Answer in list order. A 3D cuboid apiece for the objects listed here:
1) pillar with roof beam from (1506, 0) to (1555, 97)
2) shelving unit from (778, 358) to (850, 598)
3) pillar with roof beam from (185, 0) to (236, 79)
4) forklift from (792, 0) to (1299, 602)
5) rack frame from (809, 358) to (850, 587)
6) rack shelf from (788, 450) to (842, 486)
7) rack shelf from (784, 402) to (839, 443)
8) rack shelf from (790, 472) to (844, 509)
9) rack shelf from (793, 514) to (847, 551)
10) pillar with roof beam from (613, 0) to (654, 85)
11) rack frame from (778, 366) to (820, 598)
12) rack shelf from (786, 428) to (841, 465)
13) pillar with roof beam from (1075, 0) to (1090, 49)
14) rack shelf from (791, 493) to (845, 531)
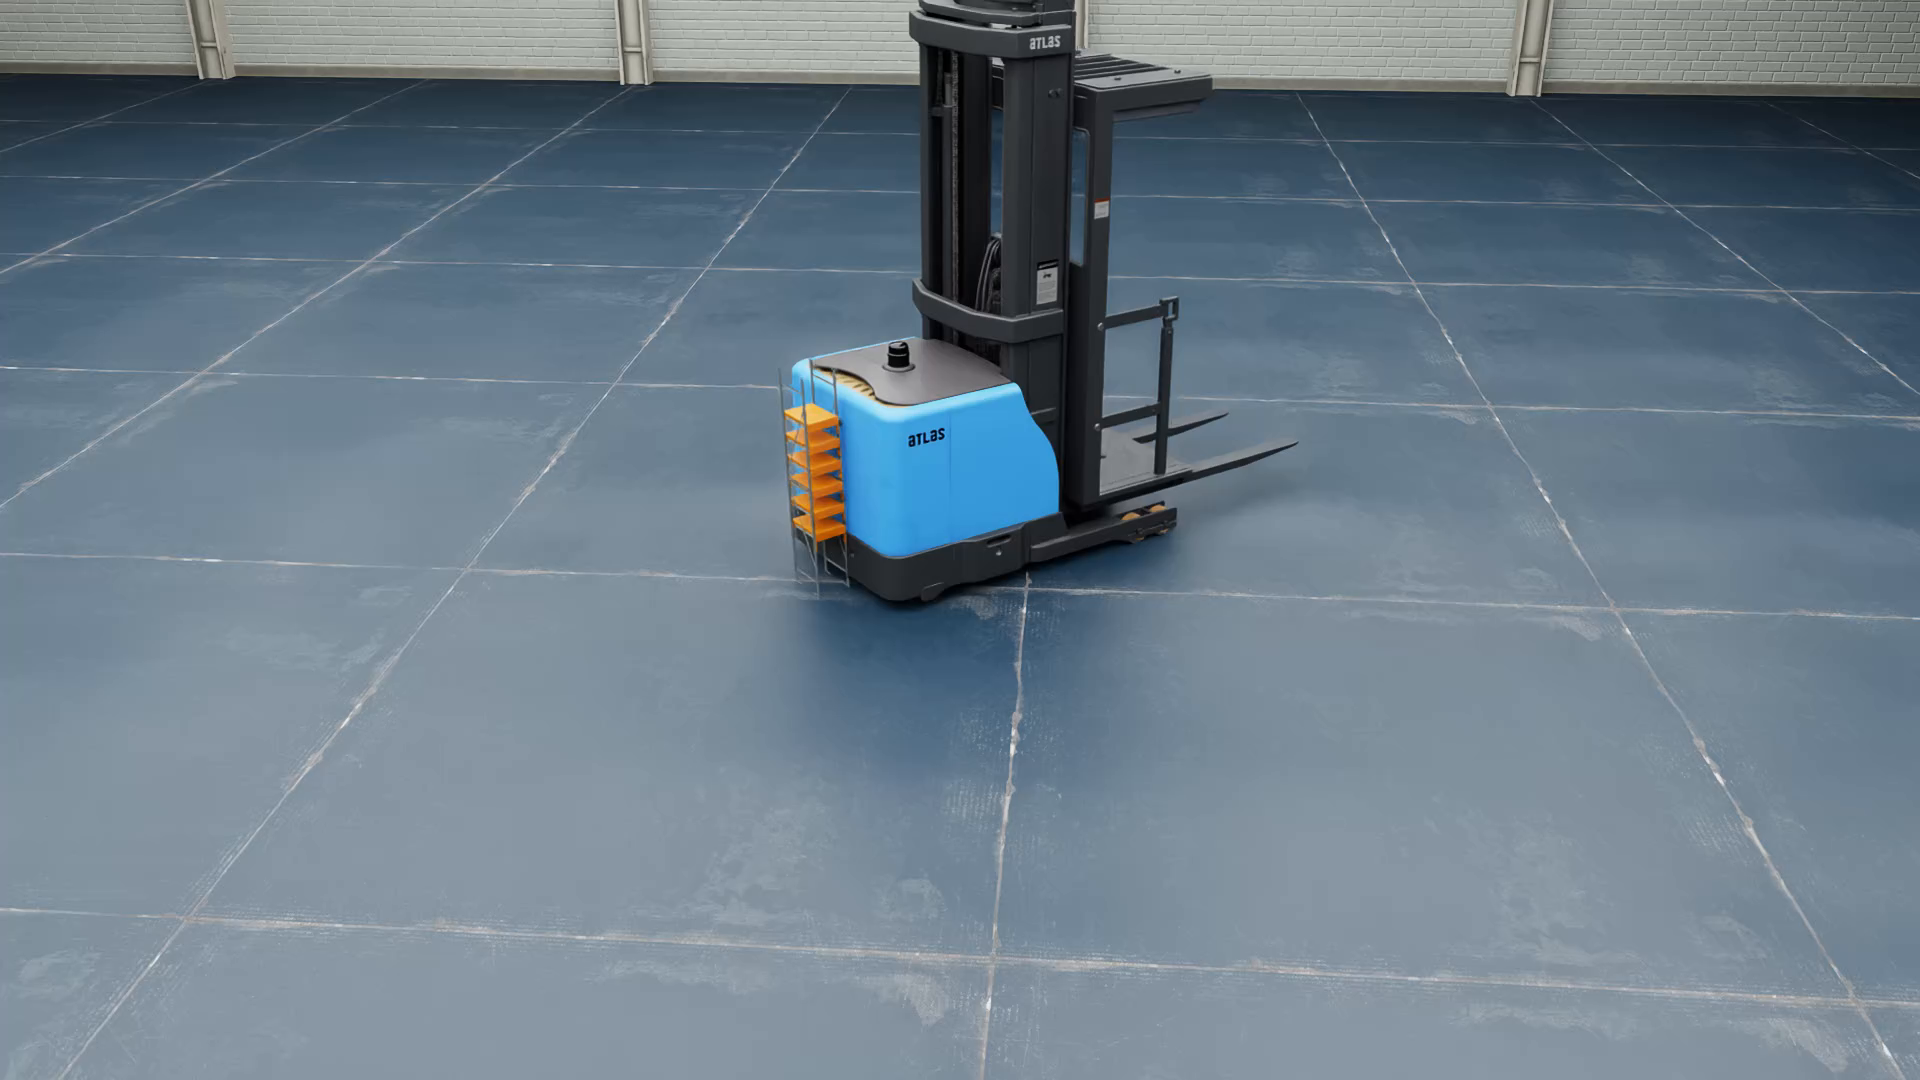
[{"bbox_3d":[7.173,-8.232,16.375,0.400,9.000,9.100,2,25,4],"label":"pillar with roof beam"},{"bbox_3d":[-0.741,-0.308,8.476,0.189,1.200,0.258,-19,31,-31],"label":"shelving unit"},{"bbox_3d":[-10.774,-8.808,17.627,0.400,9.000,9.100,2,25,4],"label":"pillar with roof beam"},{"bbox_3d":[0.606,-1.480,8.959,3.031,2.935,1.130,-16,29,-31],"label":"forklift"},{"bbox_3d":[-0.666,-0.333,8.523,0.006,1.200,0.240,-19,31,-31],"label":"rack frame"},{"bbox_3d":[-0.743,-0.376,8.443,0.180,0.103,0.258,-19,31,-31],"label":"rack shelf"},{"bbox_3d":[-0.750,-0.591,8.337,0.180,0.103,0.258,-19,31,-31],"label":"rack shelf"},{"bbox_3d":[-0.739,-0.268,8.495,0.180,0.103,0.258,-19,31,-31],"label":"rack shelf"},{"bbox_3d":[-0.732,-0.052,8.600,0.180,0.103,0.258,-19,31,-31],"label":"rack shelf"},{"bbox_3d":[-4.791,-8.616,17.210,0.400,9.000,9.100,2,25,4],"label":"pillar with roof beam"},{"bbox_3d":[-0.815,-0.282,8.428,0.006,1.200,0.240,-19,31,-31],"label":"rack frame"},{"bbox_3d":[-0.746,-0.484,8.390,0.180,0.103,0.258,-19,31,-31],"label":"rack shelf"},{"bbox_3d":[1.191,-8.424,16.792,0.400,9.000,9.100,2,25,4],"label":"pillar with roof beam"},{"bbox_3d":[-0.736,-0.160,8.548,0.180,0.103,0.258,-19,31,-31],"label":"rack shelf"}]
